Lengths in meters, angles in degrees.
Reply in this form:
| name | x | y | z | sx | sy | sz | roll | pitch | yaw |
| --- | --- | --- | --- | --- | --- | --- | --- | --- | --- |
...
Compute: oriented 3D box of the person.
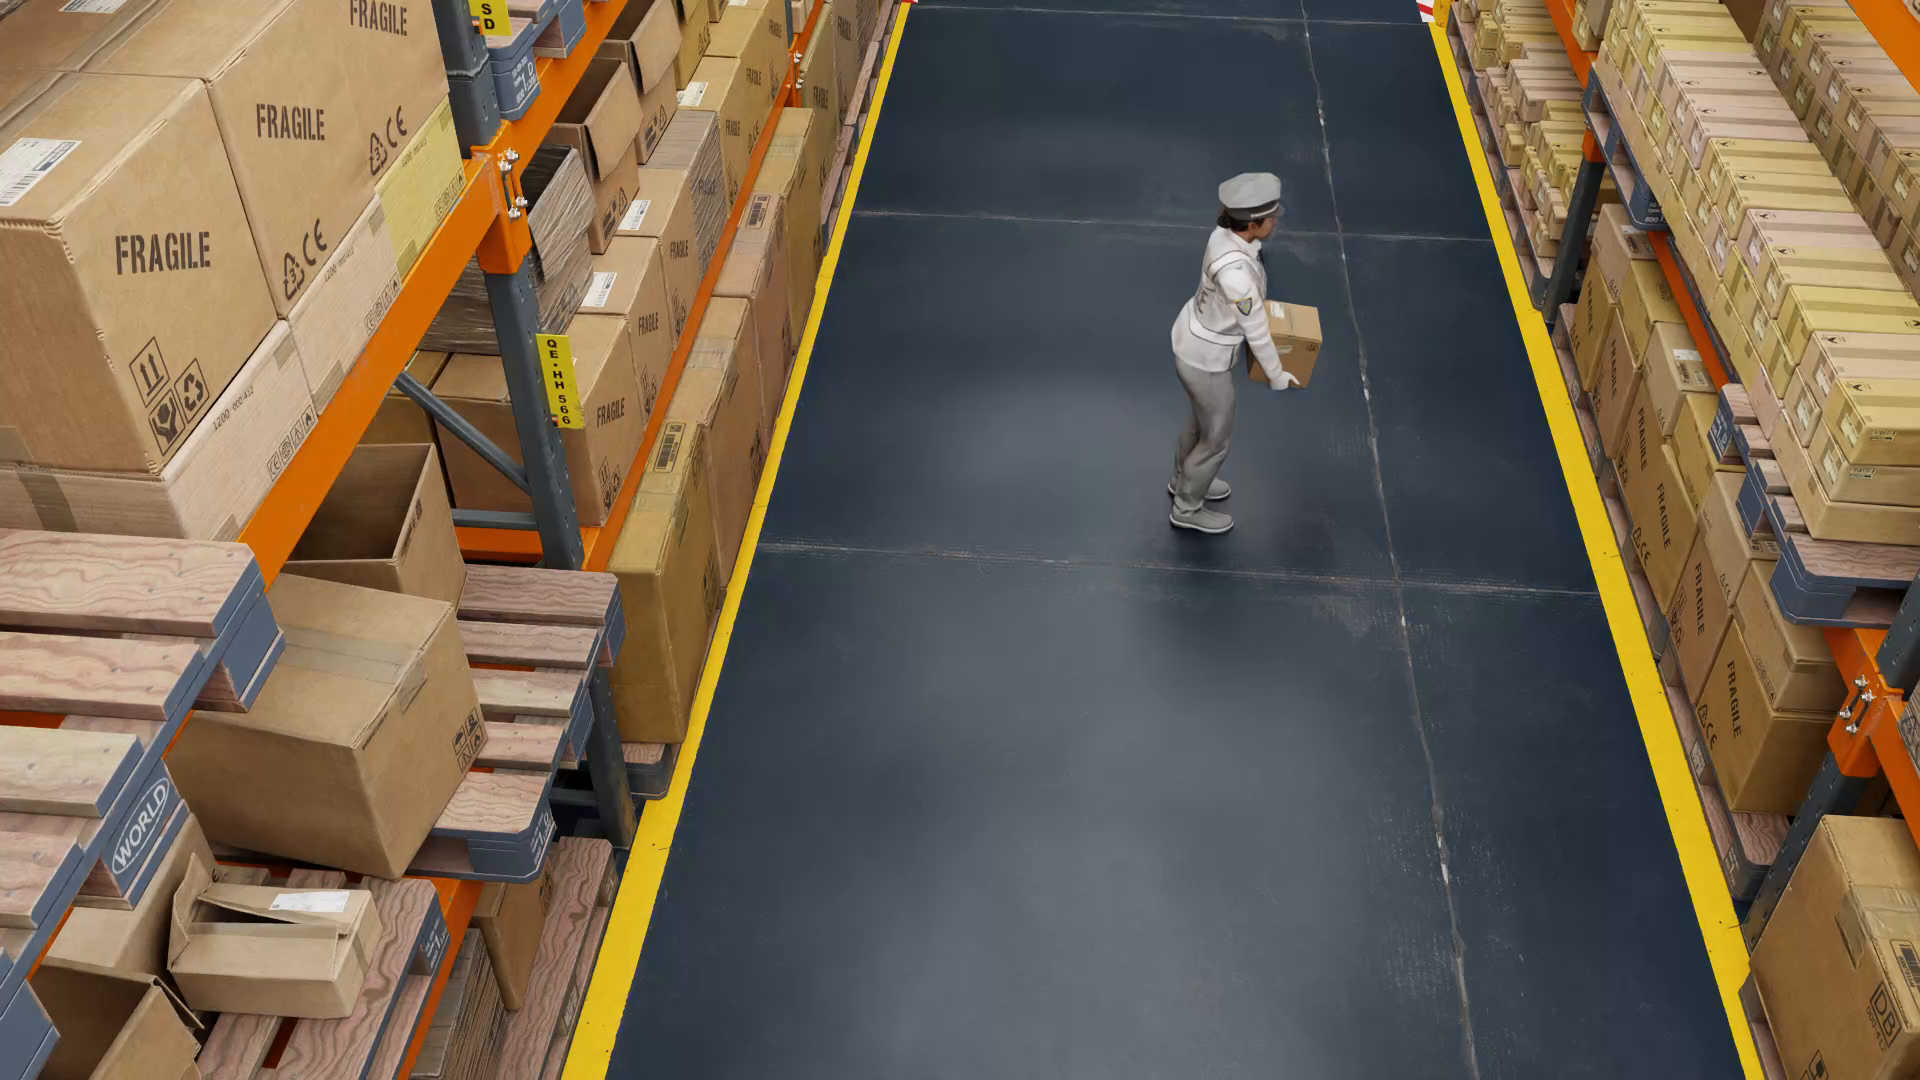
| name | x | y | z | sx | sy | sz | roll | pitch | yaw |
| --- | --- | --- | --- | --- | --- | --- | --- | --- | --- |
| person | 1.165 | -0.781 | 7.085 | 0.541 | 1.663 | 0.416 | 3 | 40 | 3 |
